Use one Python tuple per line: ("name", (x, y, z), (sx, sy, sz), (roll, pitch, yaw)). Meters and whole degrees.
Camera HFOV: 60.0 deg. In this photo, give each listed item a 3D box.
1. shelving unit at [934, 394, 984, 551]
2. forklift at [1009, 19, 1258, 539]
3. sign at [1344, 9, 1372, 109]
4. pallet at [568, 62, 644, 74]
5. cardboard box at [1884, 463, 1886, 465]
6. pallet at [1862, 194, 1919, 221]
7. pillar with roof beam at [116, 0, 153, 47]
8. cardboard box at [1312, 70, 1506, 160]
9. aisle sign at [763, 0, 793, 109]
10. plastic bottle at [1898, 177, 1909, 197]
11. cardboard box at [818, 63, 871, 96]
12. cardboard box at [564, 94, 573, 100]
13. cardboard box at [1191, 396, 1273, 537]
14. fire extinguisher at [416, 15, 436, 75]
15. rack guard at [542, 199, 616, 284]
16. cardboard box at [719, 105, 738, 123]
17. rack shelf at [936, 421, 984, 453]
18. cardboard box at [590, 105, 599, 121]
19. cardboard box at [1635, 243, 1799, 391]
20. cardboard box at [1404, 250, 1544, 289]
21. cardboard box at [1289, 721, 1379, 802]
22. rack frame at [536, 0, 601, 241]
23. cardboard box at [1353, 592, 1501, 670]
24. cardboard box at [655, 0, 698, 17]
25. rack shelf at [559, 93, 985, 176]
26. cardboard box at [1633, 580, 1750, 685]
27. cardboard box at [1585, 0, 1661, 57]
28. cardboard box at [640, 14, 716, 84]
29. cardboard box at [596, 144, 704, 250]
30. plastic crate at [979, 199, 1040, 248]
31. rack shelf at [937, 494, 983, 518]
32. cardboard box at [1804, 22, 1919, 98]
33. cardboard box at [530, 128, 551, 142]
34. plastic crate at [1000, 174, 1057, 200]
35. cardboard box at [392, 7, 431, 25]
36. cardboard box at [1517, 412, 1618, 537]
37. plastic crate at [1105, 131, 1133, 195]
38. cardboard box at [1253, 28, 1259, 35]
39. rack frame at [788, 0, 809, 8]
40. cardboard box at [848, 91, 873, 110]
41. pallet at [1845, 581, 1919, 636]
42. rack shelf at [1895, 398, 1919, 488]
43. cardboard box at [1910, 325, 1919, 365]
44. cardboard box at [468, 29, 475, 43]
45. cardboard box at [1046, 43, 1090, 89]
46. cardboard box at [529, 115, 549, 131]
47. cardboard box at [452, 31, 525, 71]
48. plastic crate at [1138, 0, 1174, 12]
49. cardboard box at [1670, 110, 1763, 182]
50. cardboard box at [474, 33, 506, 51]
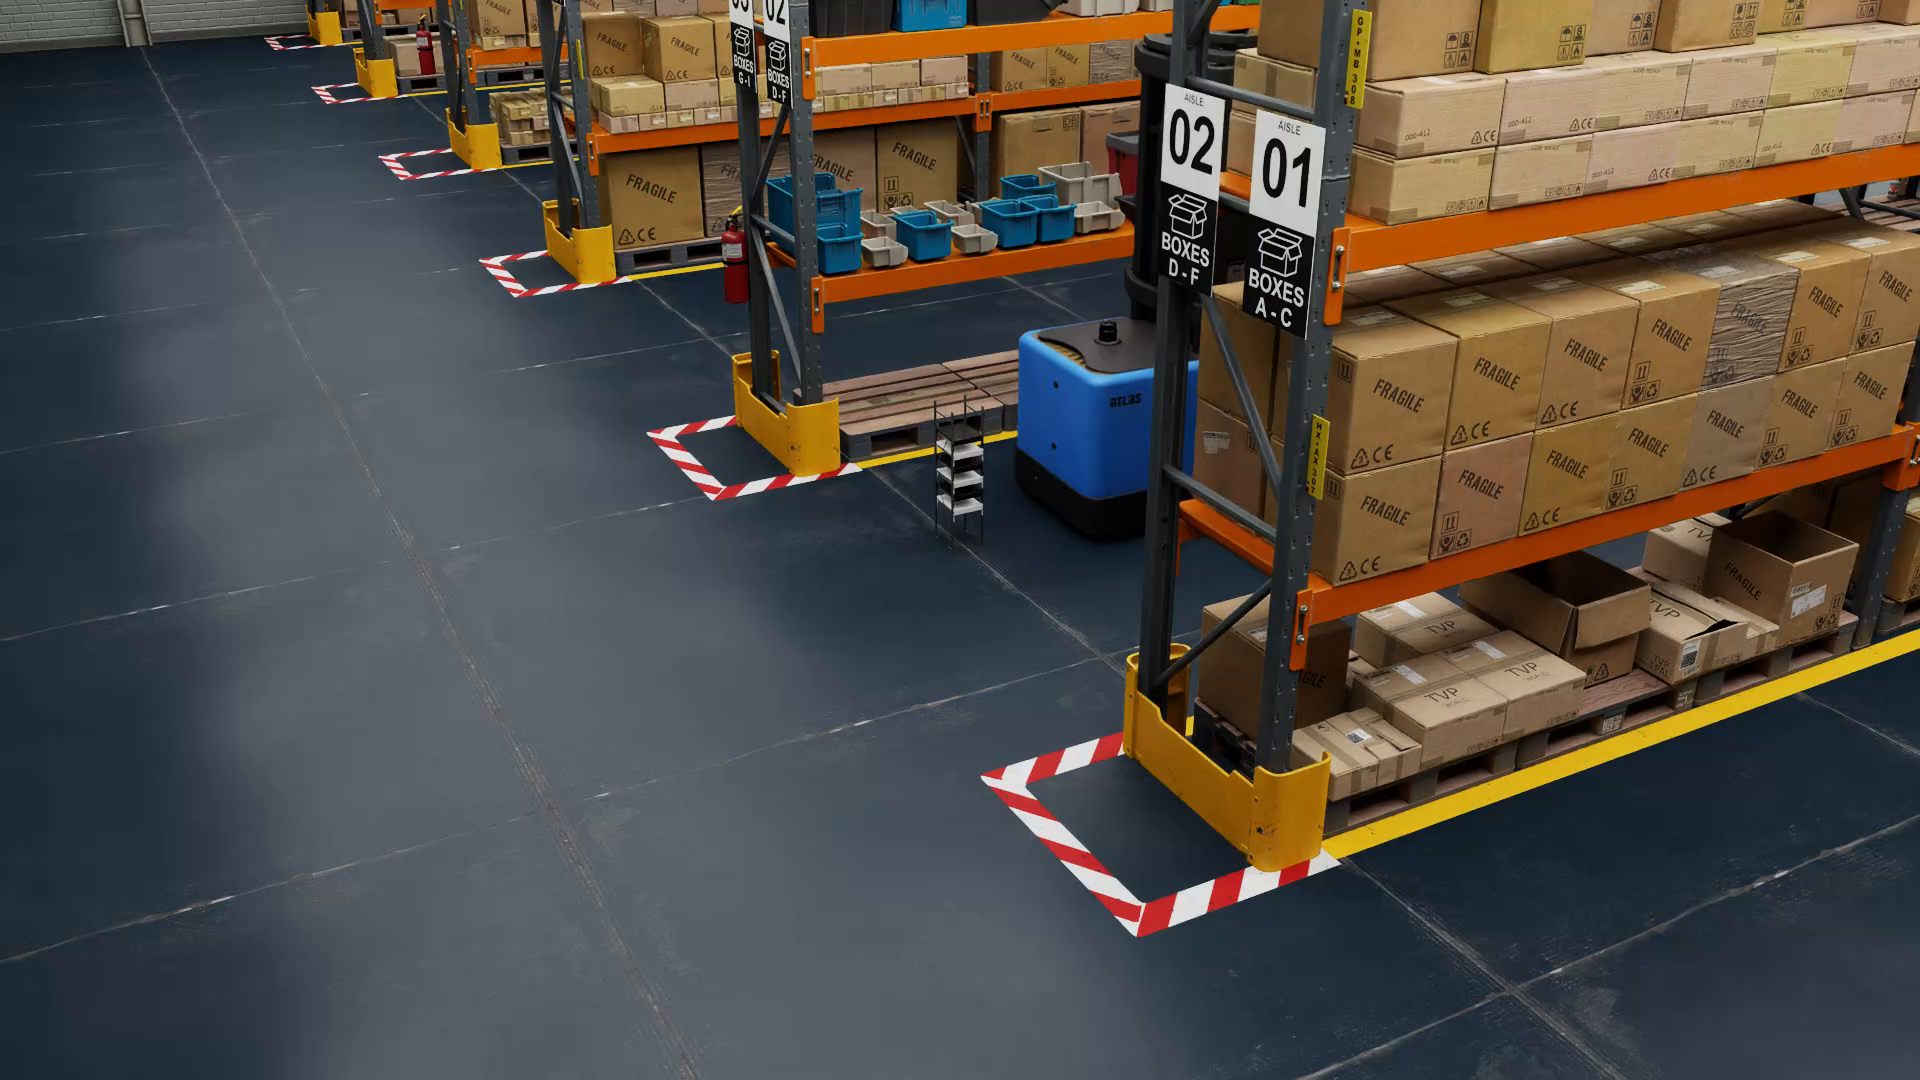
("shelving unit", (-0.007, -0.404, 10.052), (0.210, 0.900, 0.258), (-13, 29, -25))
("forklift", (1.876, -1.751, 10.511), (3.031, 2.935, 1.130), (-12, 28, -23))
("sign", (1.385, -1.677, 5.801), (0.005, 0.325, 0.100), (-13, 29, -25))
("pallet", (-5.370, -7.139, 24.875), (1.213, 0.211, 1.003), (-13, 29, -25))
("cardboard box", (5.400, -0.331, 9.854), (0.500, 0.500, 0.500), (-13, 29, -25))
("pallet", (10.003, -3.338, 16.958), (1.213, 0.211, 1.003), (-13, 29, -25))
("pillar with roof beam", (-11.308, -10.457, 21.632), (0.400, 9.000, 9.100), (-13, 29, -25))
("cardboard box", (1.706, -1.653, 6.357), (0.500, 0.250, 0.500), (-13, 29, -25))
("aisle sign", (-1.121, -3.074, 10.183), (0.004, 0.787, 0.394), (-13, 29, -25))
("plastic bottle", (9.660, -3.672, 17.062), (0.133, 0.283, 0.061), (-11, 28, -23))
("cardboard box", (-1.171, -4.402, 15.783), (0.500, 0.250, 0.500), (-12, 28, -24))
("cardboard box", (-4.502, -5.172, 19.679), (0.250, 0.149, 0.380), (-15, 29, -28))
("cardboard box", (1.397, -0.378, 7.456), (0.500, 0.500, 0.500), (-12, 28, -24))
("fire extinguisher", (-6.213, -5.758, 19.298), (0.183, 0.674, 0.296), (-13, 29, -25))
("rack guard", (-3.550, -2.790, 15.483), (0.348, 0.500, 1.175), (-13, 29, -25))
("cardboard box", (-2.154, -3.965, 15.332), (0.250, 0.149, 0.380), (-14, 29, -26))
("rack shelf", (-0.007, -0.617, 9.949), (0.200, 0.077, 0.258), (-13, 29, -25))
("cardboard box", (-3.369, -4.007, 15.420), (0.250, 0.149, 0.380), (-12, 28, -24))
("cardboard box", (3.439, -1.038, 7.676), (0.500, 0.500, 0.500), (-13, 28, -25))
("cardboard box", (2.294, -1.040, 7.679), (0.500, 0.500, 0.500), (-12, 28, -24))
("cardboard box", (1.661, 0.995, 7.497), (0.250, 0.149, 0.380), (-13, 29, -25))
("rack frame", (-3.528, -3.922, 14.952), (0.127, 3.000, 1.000), (-13, 29, -25))
("cardboard box", (2.346, 0.517, 8.377), (0.500, 0.250, 0.500), (-13, 29, -25))
("cardboard box", (-3.436, -6.418, 19.692), (0.500, 0.500, 0.500), (-13, 29, -25))
("rack shelf", (-1.764, -4.005, 15.957), (4.000, 0.370, 1.077), (-13, 29, -25))
("cardboard box", (3.628, 0.439, 8.469), (0.500, 0.311, 0.500), (-13, 29, -25))
("cardboard box", (2.447, -2.309, 6.857), (0.500, 0.500, 0.700), (-13, 29, -25))
("cardboard box", (-2.537, -4.423, 14.959), (0.500, 0.500, 0.500), (-14, 29, -26))
("cardboard box", (-3.001, -3.314, 15.657), (0.875, 0.875, 0.875), (-13, 29, -25))
("plastic crate", (0.337, -2.174, 11.437), (0.300, 0.233, 0.416), (-13, 29, -25))
("rack shelf", (-0.007, -0.212, 10.144), (0.200, 0.077, 0.258), (-13, 29, -25))
("cardboard box", (3.915, -2.159, 7.411), (0.500, 0.250, 0.500), (-13, 29, -25))
("cardboard box", (-4.968, -4.810, 19.611), (0.250, 0.149, 0.380), (-13, 29, -25))
("plastic crate", (0.494, -2.498, 12.111), (0.300, 0.233, 0.416), (-13, 29, -25))
("cardboard box", (-9.174, -8.911, 27.748), (0.500, 0.500, 0.700), (-12, 28, -23))
("cardboard box", (2.542, -0.381, 7.462), (0.500, 0.500, 0.500), (-13, 29, -25))
("plastic crate", (1.426, -2.815, 12.503), (0.583, 0.464, 0.402), (-13, 29, -25))
("cardboard box", (3.212, -5.401, 17.918), (0.500, 0.500, 0.500), (-12, 28, -24))
("rack frame", (-1.198, -4.735, 9.714), (0.127, 3.000, 1.000), (-13, 29, -25))
("cardboard box", (-1.022, -4.226, 15.877), (0.250, 0.149, 0.380), (-12, 28, -24))
("pallet", (5.359, 0.125, 9.746), (1.213, 0.211, 1.003), (-13, 29, -25))
("rack shelf", (6.424, -1.035, 9.772), (4.000, 0.370, 1.077), (-13, 29, -25))
("cardboard box", (5.183, -1.198, 8.678), (0.700, 0.500, 0.500), (22, 33, 37))
("cardboard box", (-5.618, -5.898, 19.358), (0.250, 0.149, 0.380), (-13, 29, -25))
("cardboard box", (0.968, -4.882, 16.838), (0.500, 0.500, 0.500), (-13, 29, -25))
("cardboard box", (-4.922, -4.918, 19.492), (0.250, 0.149, 0.380), (-13, 29, -25))
("cardboard box", (-6.853, -7.103, 24.053), (0.875, 0.438, 0.875), (-12, 28, -24))
("plastic crate", (1.389, -3.674, 11.275), (0.466, 0.136, 0.293), (-13, 29, -25))
("cardboard box", (3.029, -1.733, 7.102), (0.500, 0.250, 0.500), (-13, 29, -25))
("cardboard box", (-5.333, -5.664, 18.872), (0.250, 0.149, 0.380), (-13, 29, -26))
